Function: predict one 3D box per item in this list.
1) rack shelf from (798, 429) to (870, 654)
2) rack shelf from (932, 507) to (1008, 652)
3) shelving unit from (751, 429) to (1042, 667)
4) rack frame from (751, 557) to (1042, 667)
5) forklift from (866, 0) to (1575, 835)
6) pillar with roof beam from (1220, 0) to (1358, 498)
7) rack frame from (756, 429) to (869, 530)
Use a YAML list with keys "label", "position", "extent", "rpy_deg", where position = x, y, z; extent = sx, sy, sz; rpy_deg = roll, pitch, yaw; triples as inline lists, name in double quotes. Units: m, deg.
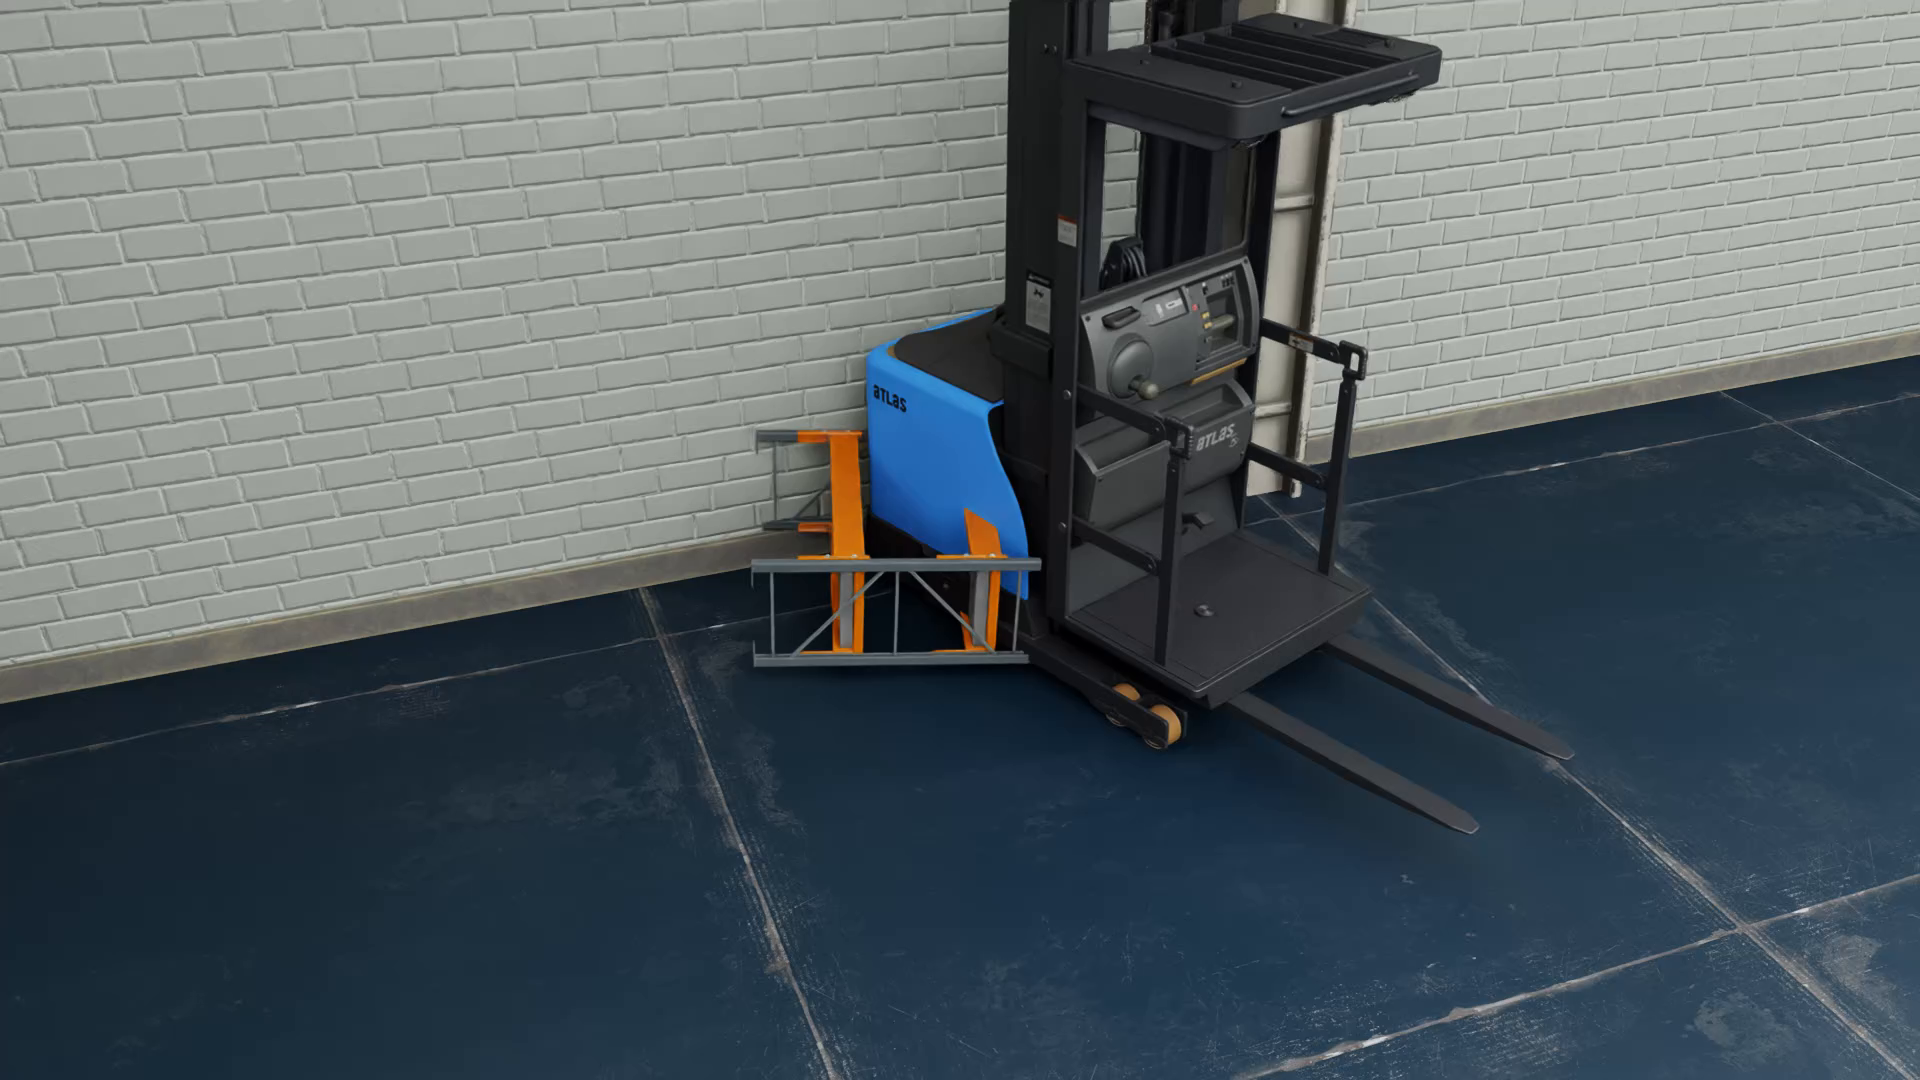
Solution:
- label: "rack shelf"
  position: [-0.540, 0.012, 6.979]
  extent: [0.278, 0.538, 1.000]
  rpy_deg: [0, 33, -5]
- label: "rack shelf"
  position: [-0.005, 0.009, 7.030]
  extent: [0.278, 0.538, 1.000]
  rpy_deg: [0, 33, -5]
- label: "shelving unit"
  position: [-0.297, 0.011, 7.002]
  extent: [1.125, 0.538, 1.048]
  rpy_deg: [0, 33, -5]
- label: "rack frame"
  position: [-0.255, 0.288, 6.578]
  extent: [1.125, 0.500, 0.032]
  rpy_deg: [0, 33, -5]
- label: "forklift"
  position: [0.946, -0.762, 6.127]
  extent: [1.130, 2.935, 3.031]
  rpy_deg: [-24, 37, -36]
- label: "pillar with roof beam"
  position: [2.932, -2.165, 2.460]
  extent: [0.400, 9.000, 9.100]
  rpy_deg: [-10, 31, -18]
- label: "rack frame"
  position: [-0.338, -0.267, 7.426]
  extent: [1.125, 0.500, 0.032]
  rpy_deg: [0, 33, -5]
